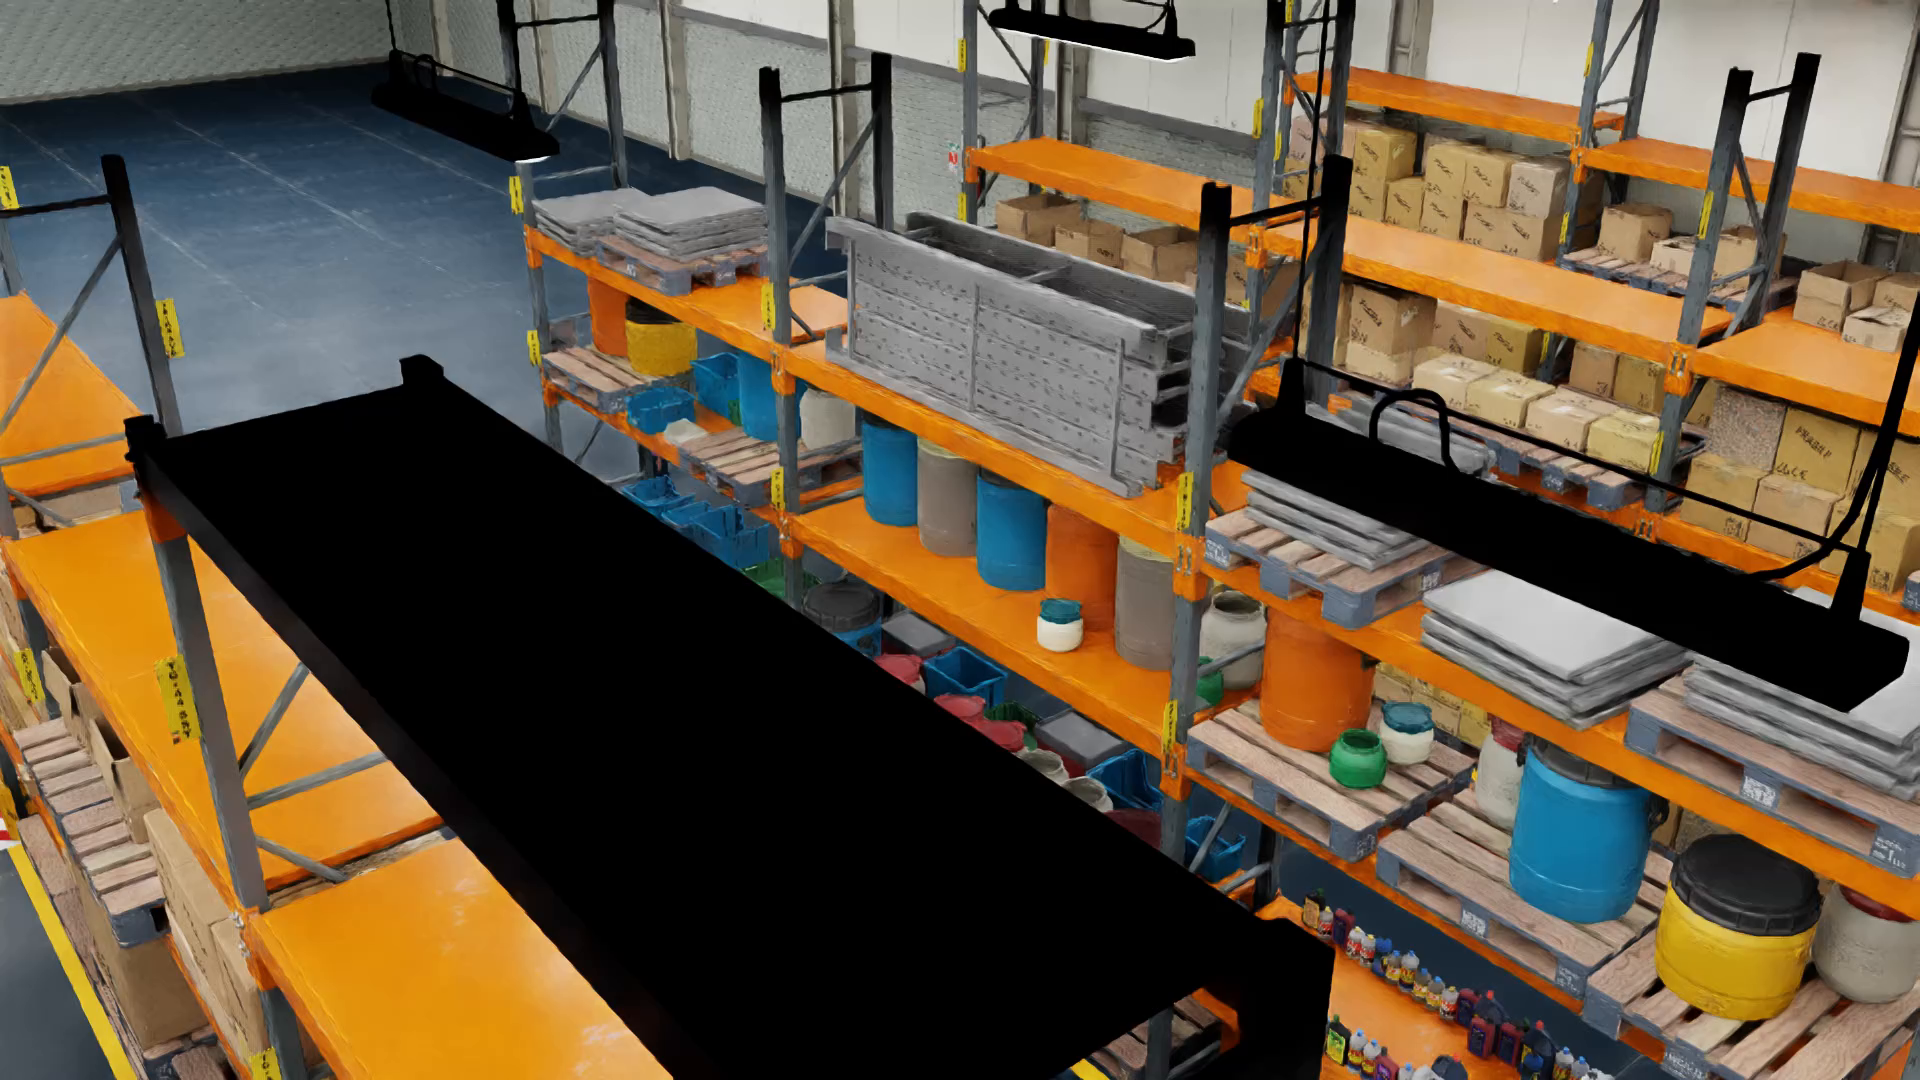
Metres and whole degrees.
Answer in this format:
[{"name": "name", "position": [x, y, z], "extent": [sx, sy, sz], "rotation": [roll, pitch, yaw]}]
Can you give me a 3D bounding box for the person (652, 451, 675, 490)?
[{"name": "person", "position": [-3.344, -0.957, 18.387], "extent": [0.392, 1.600, 0.510], "rotation": [-8, 27, -16]}]
